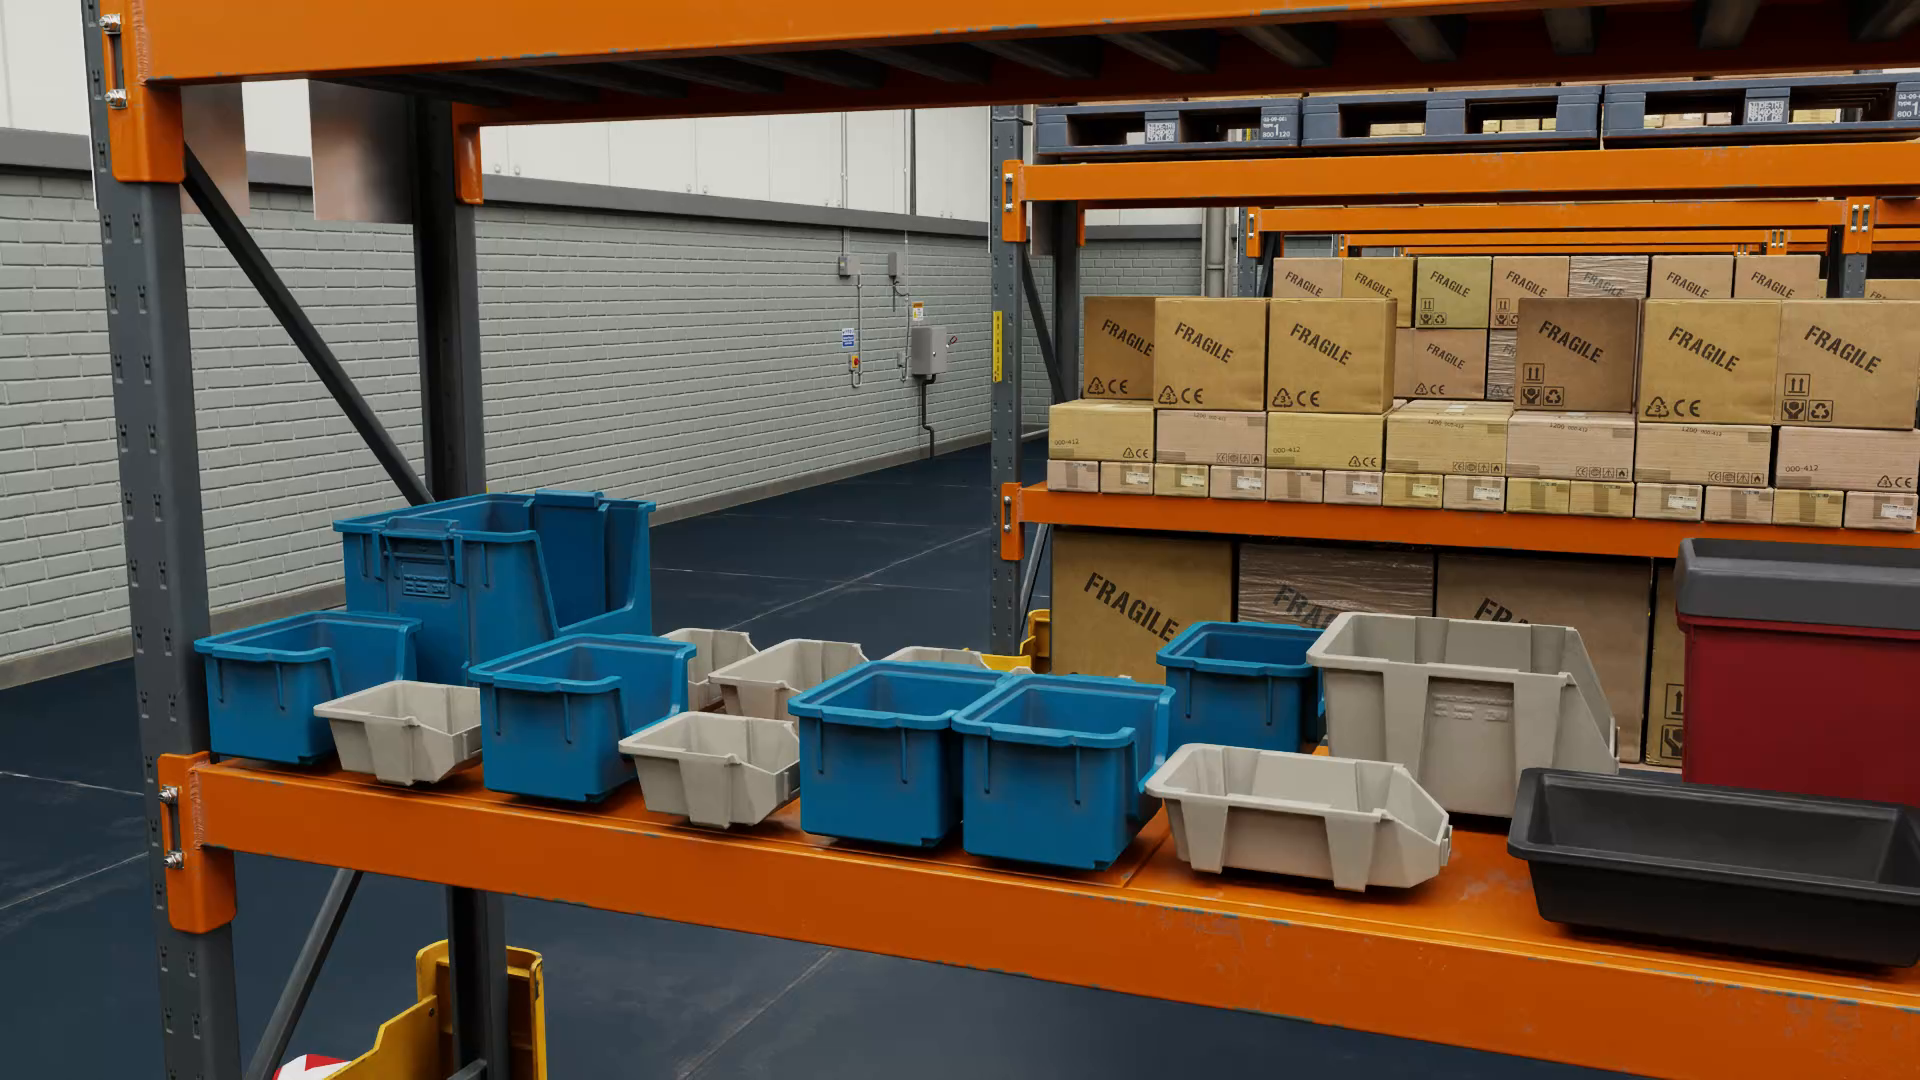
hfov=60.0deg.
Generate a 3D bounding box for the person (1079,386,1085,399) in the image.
[{"bbox_3d":[0.789,-0.163,10.412,0.358,1.673,0.499,3,9,21],"label":"person"}]
